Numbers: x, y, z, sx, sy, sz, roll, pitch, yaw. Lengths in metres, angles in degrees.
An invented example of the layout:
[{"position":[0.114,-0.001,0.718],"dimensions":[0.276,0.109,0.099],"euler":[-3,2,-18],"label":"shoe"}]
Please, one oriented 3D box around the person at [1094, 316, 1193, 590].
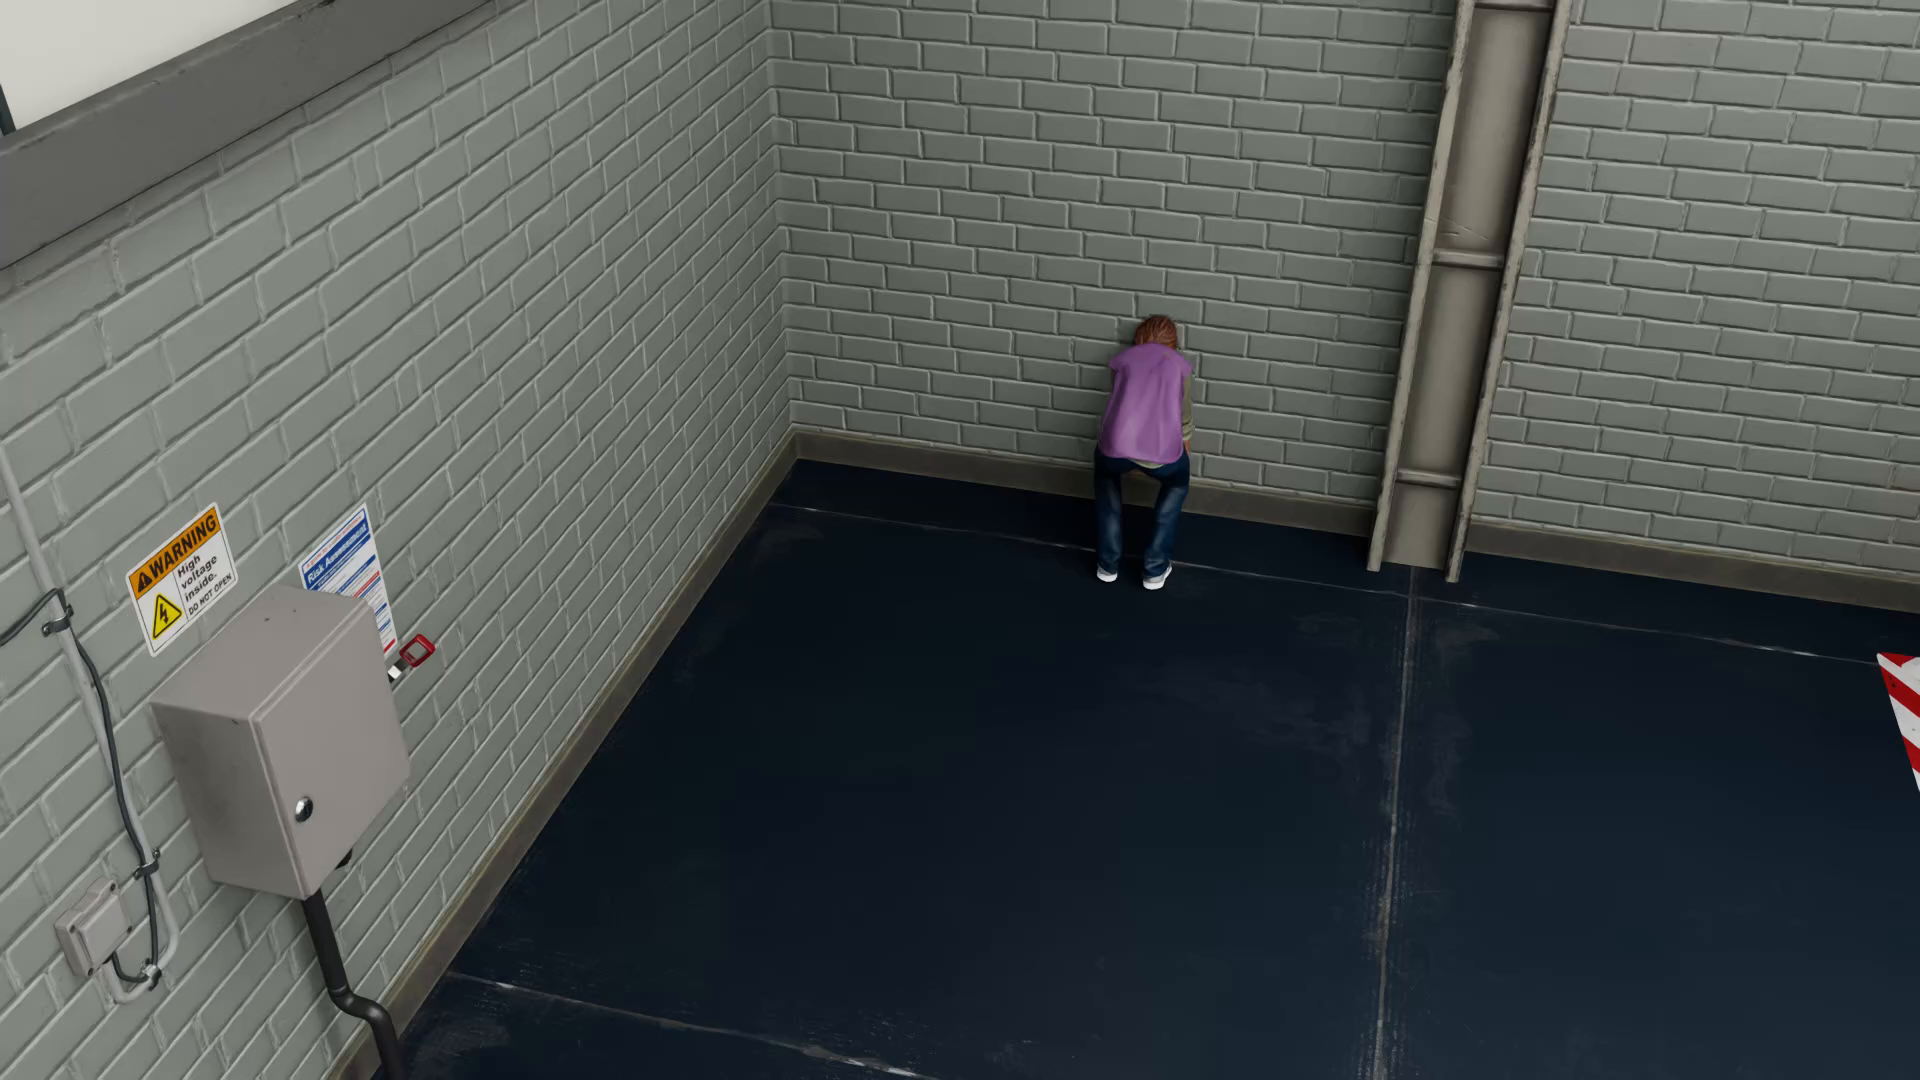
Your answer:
[{"position":[0.802,-0.366,7.234],"dimensions":[0.416,1.020,0.857],"euler":[7,34,10],"label":"person"}]
